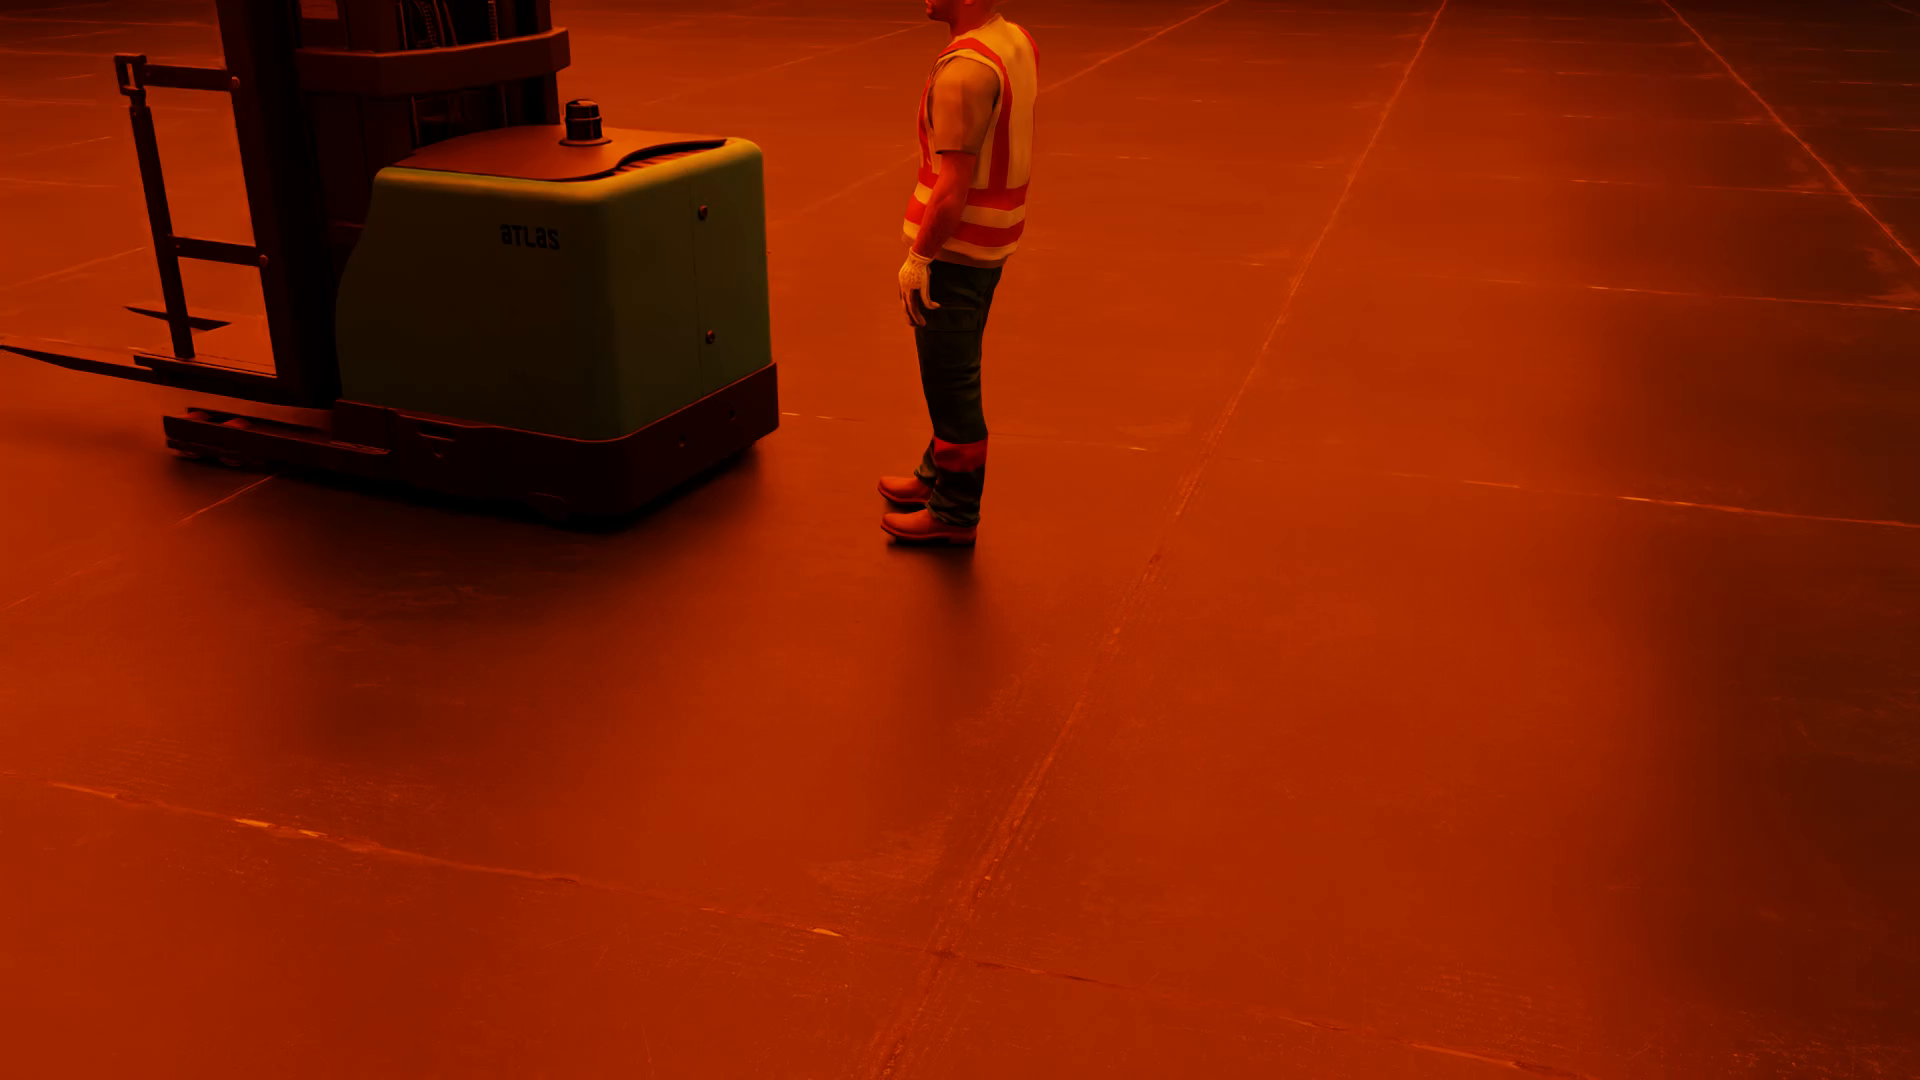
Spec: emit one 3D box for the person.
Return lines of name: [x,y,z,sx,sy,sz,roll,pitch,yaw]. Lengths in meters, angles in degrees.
person: [-0.074,-0.847,4.809,0.562,1.790,0.637,7,23,16]

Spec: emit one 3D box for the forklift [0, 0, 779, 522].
forklift: [-2.202,-1.776,5.580,3.031,2.935,1.130,10,25,23]
